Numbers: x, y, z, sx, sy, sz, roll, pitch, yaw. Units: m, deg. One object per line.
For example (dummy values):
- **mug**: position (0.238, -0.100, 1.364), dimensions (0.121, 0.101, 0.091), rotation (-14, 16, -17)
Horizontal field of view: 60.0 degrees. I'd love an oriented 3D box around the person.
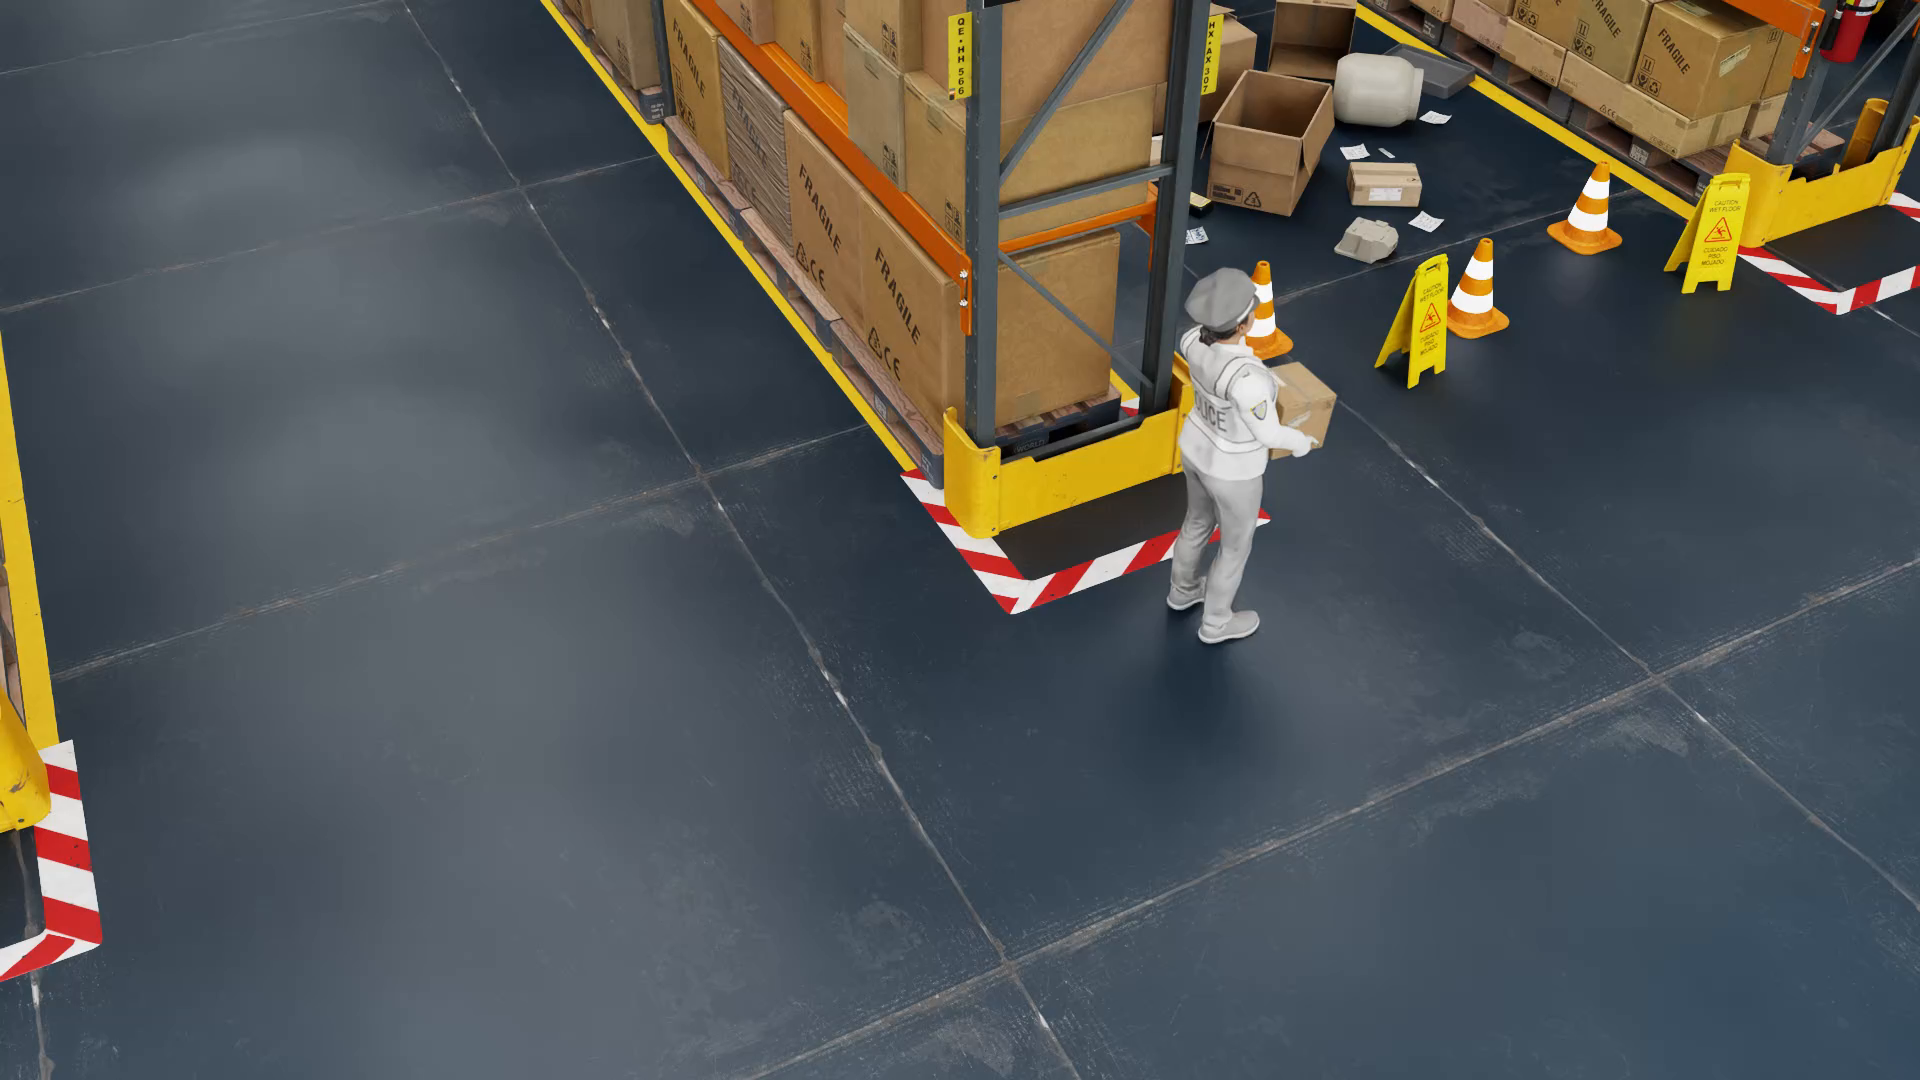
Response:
- **person**: position (1.085, -0.336, 6.514), dimensions (0.554, 1.693, 0.466), rotation (-19, 45, -20)
